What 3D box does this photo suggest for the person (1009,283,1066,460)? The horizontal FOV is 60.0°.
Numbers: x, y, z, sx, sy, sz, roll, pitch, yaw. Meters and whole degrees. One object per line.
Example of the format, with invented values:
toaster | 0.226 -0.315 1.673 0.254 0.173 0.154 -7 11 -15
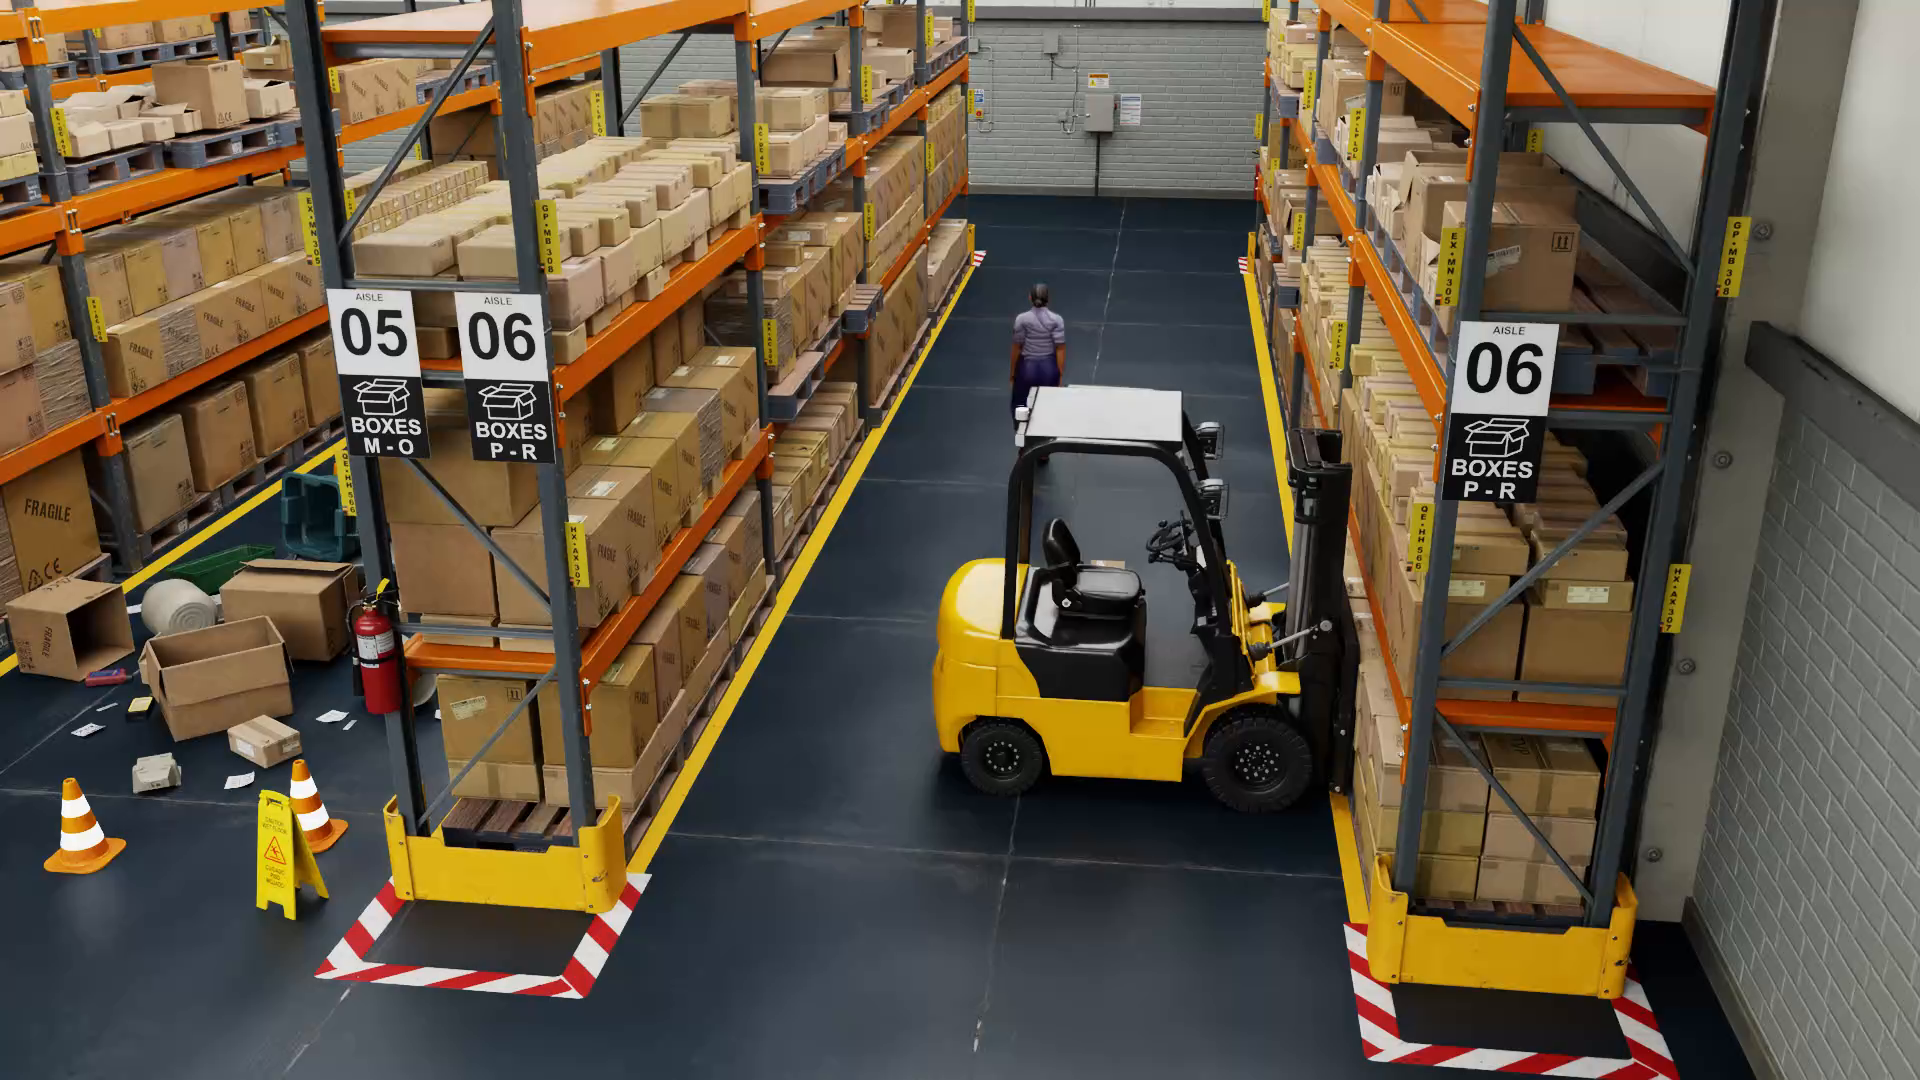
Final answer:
person | 0.690 -1.483 14.837 0.491 1.635 0.541 -1 21 -3
